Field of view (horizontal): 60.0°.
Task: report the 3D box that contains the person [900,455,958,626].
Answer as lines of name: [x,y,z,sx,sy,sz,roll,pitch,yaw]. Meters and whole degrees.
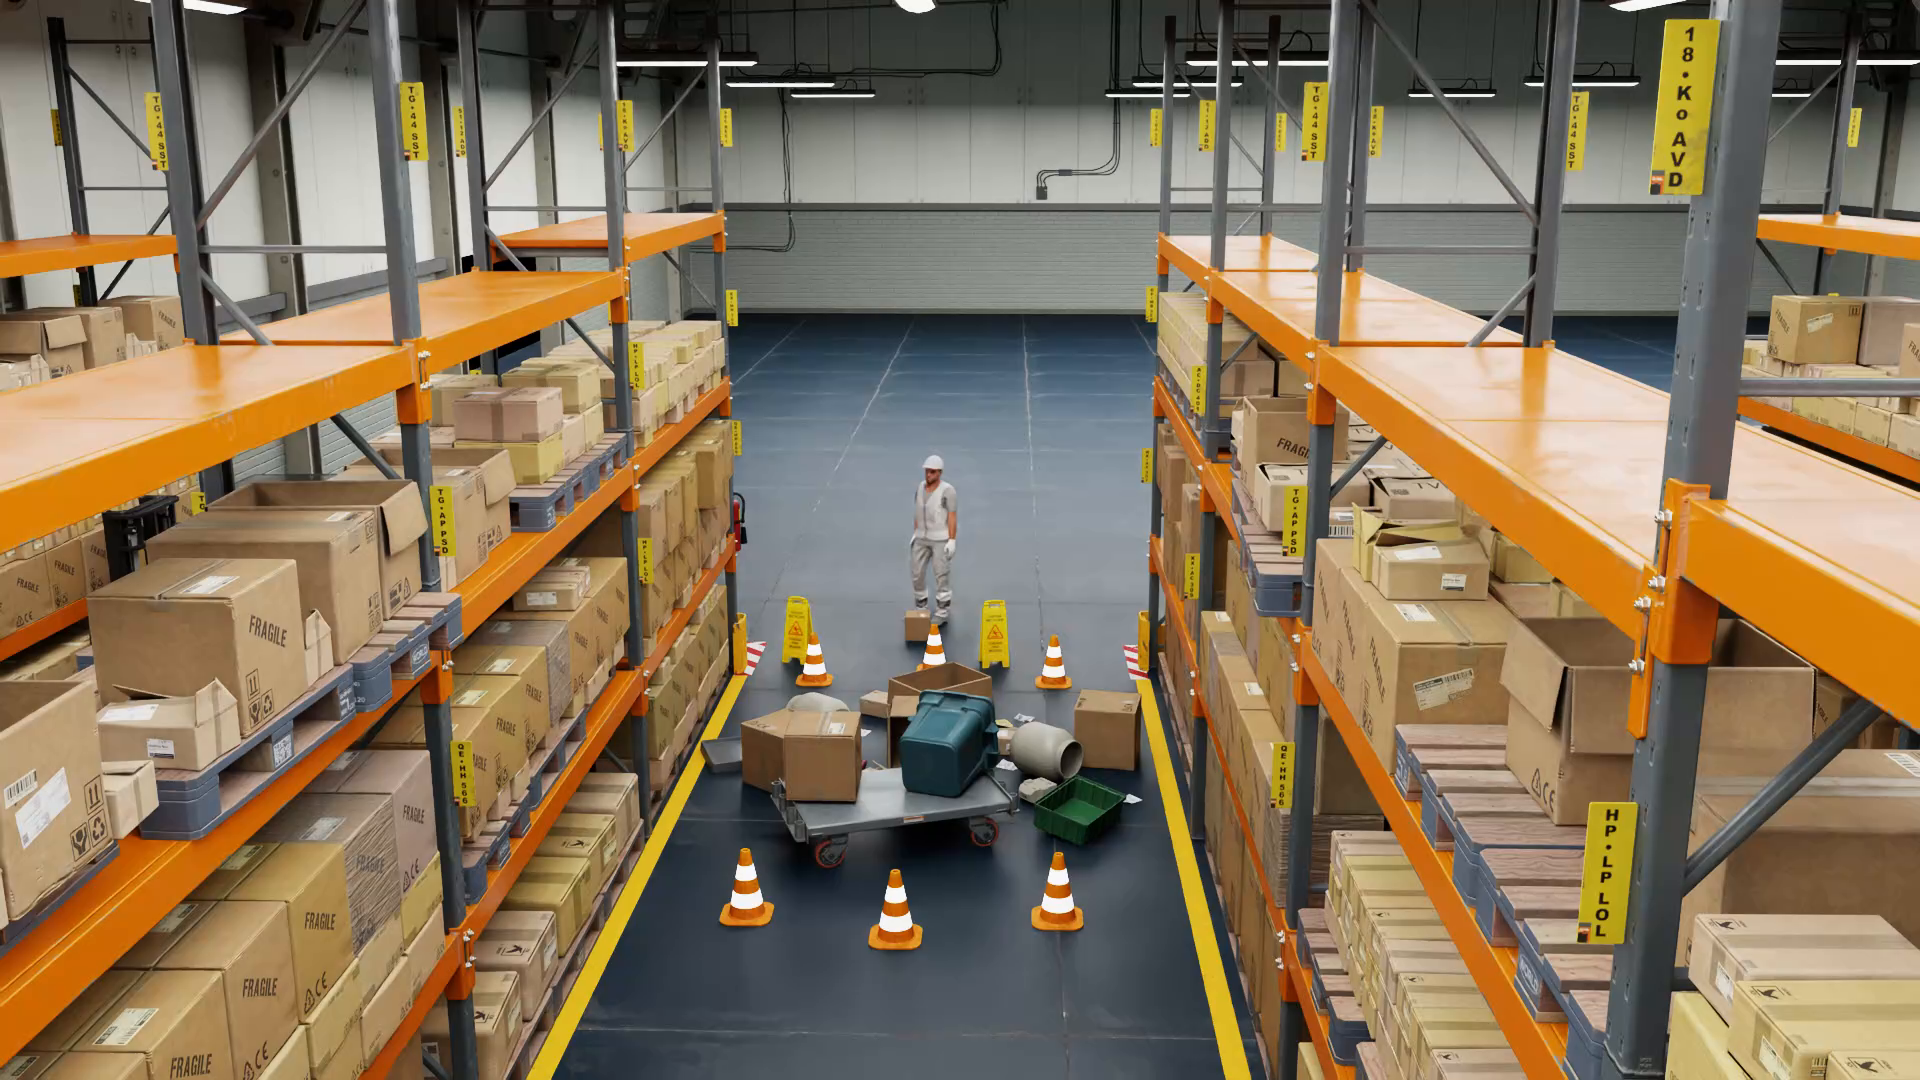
person: [-0.296,0.010,17.227,0.608,1.804,0.338,9,16,32]
